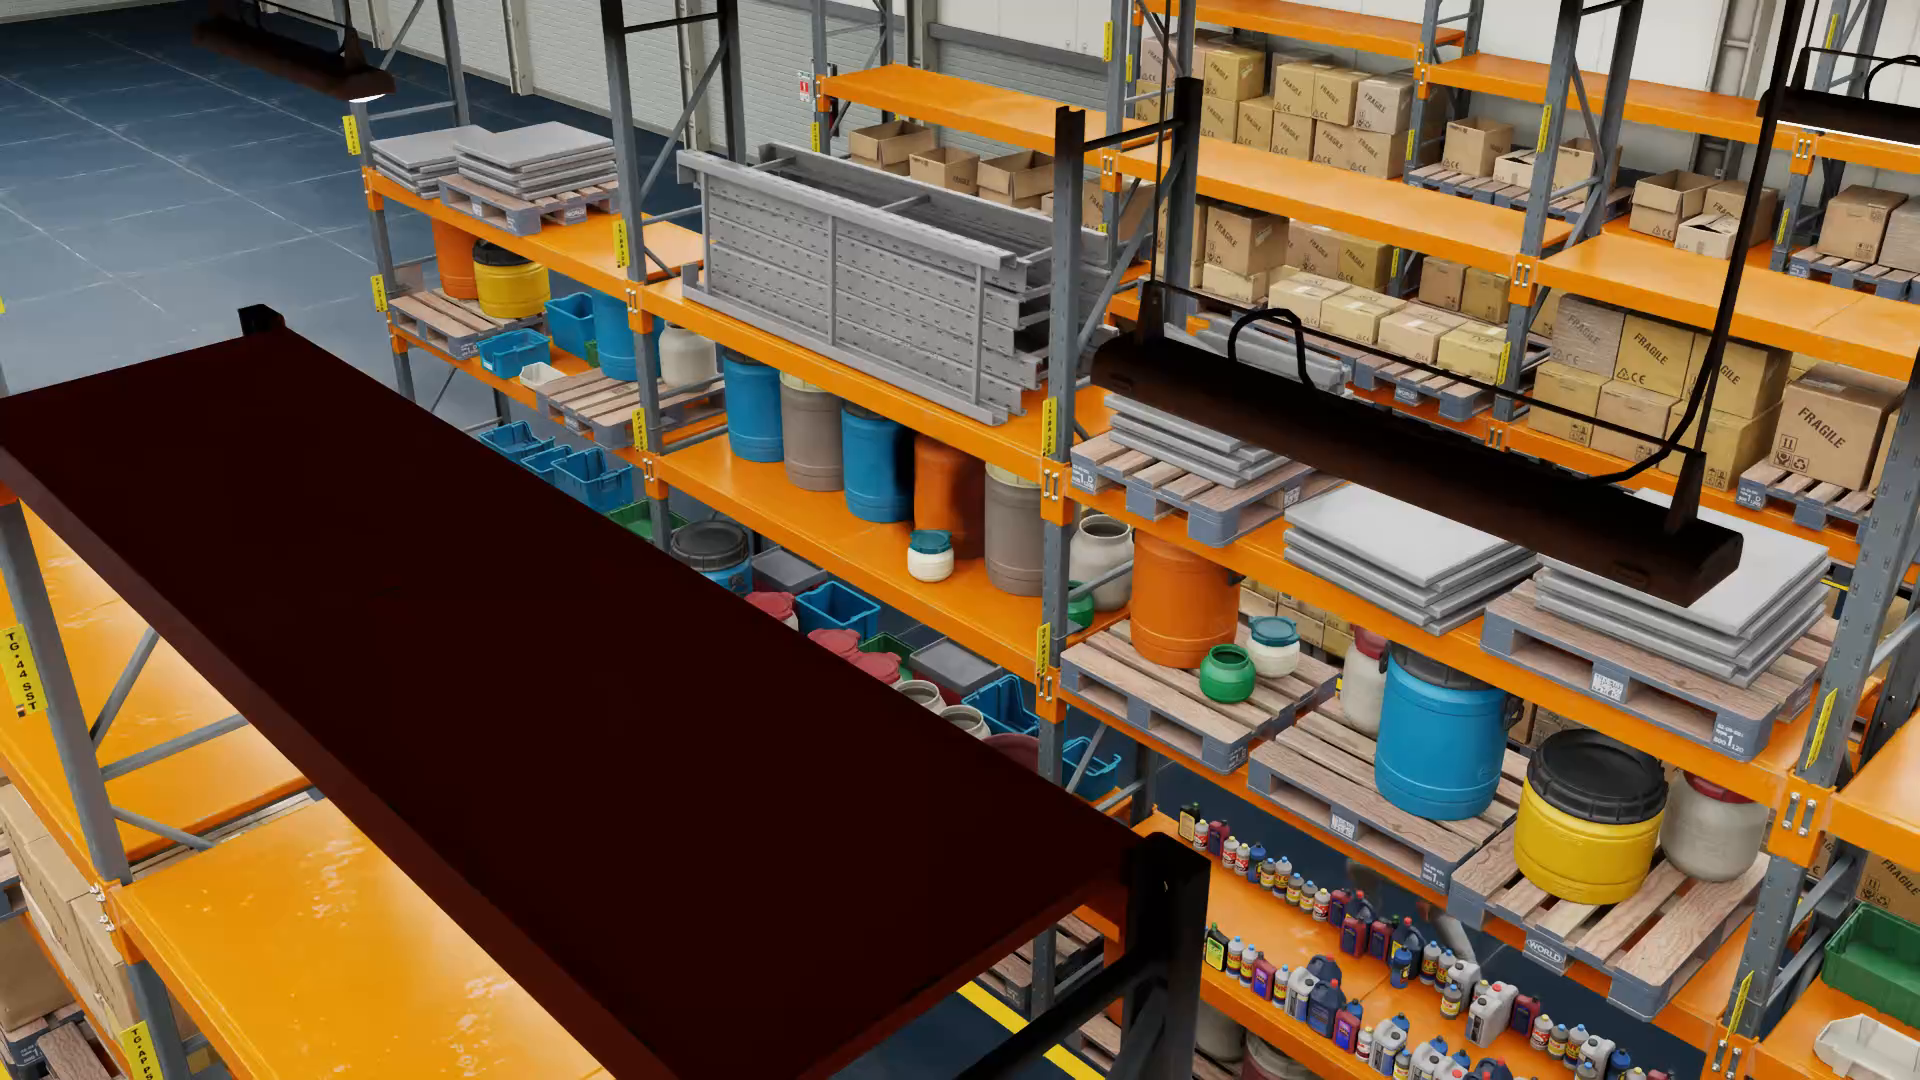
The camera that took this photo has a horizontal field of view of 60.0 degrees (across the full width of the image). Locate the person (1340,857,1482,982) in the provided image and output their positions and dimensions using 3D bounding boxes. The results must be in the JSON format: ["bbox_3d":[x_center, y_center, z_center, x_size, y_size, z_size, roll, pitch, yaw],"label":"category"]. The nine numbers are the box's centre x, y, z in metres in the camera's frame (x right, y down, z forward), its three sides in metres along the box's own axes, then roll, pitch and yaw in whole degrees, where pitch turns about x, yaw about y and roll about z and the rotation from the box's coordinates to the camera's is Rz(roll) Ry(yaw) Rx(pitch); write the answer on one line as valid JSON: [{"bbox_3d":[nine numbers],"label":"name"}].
[{"bbox_3d":[3.067,2.121,11.018,0.566,1.688,1.032,-21,35,-34],"label":"person"}]
